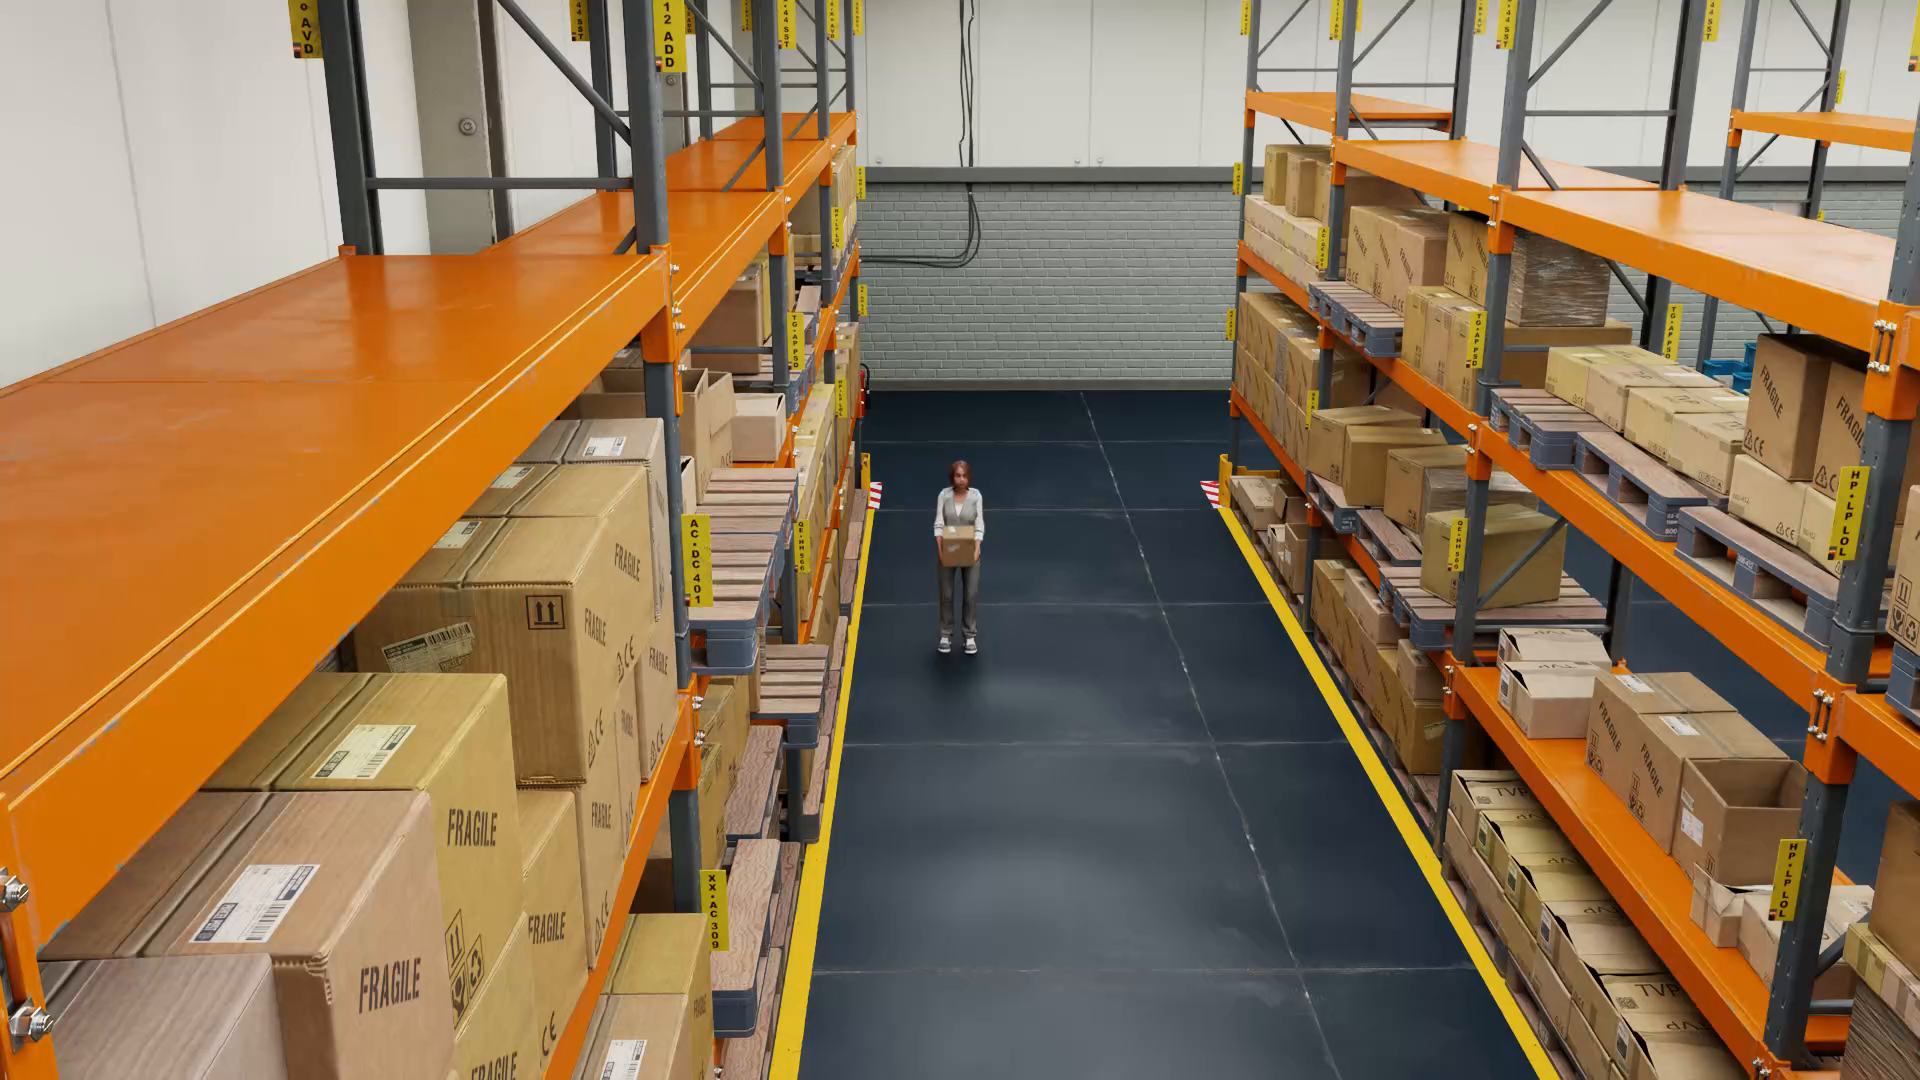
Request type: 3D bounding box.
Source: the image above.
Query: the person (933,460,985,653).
[{"bbox_3d":[-0.006,0.156,13.553,0.419,1.594,0.492,0,17,0],"label":"person"}]
